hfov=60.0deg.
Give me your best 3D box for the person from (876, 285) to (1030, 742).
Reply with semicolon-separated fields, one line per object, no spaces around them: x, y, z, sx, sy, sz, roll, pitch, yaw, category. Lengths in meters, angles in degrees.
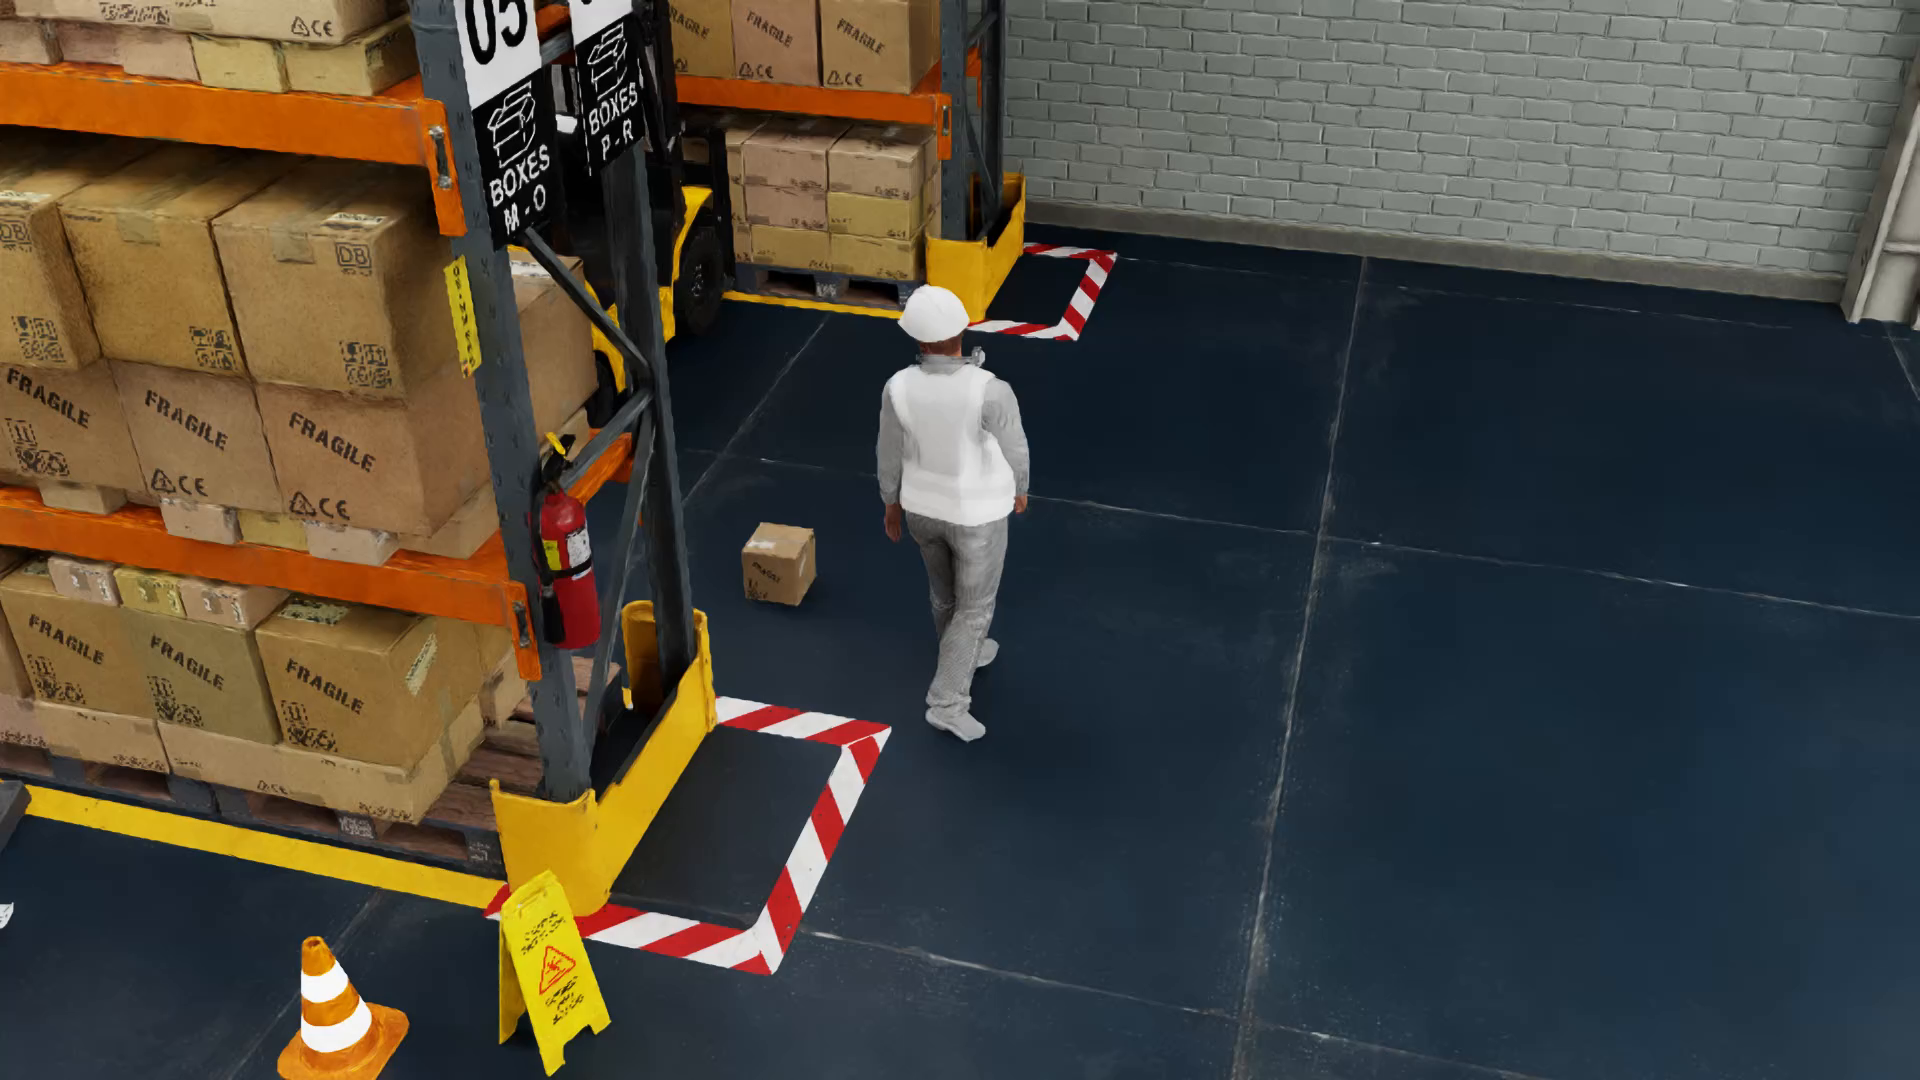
-0.017;-0.110;6.331;0.556;1.832;0.667;19;37;27;person
